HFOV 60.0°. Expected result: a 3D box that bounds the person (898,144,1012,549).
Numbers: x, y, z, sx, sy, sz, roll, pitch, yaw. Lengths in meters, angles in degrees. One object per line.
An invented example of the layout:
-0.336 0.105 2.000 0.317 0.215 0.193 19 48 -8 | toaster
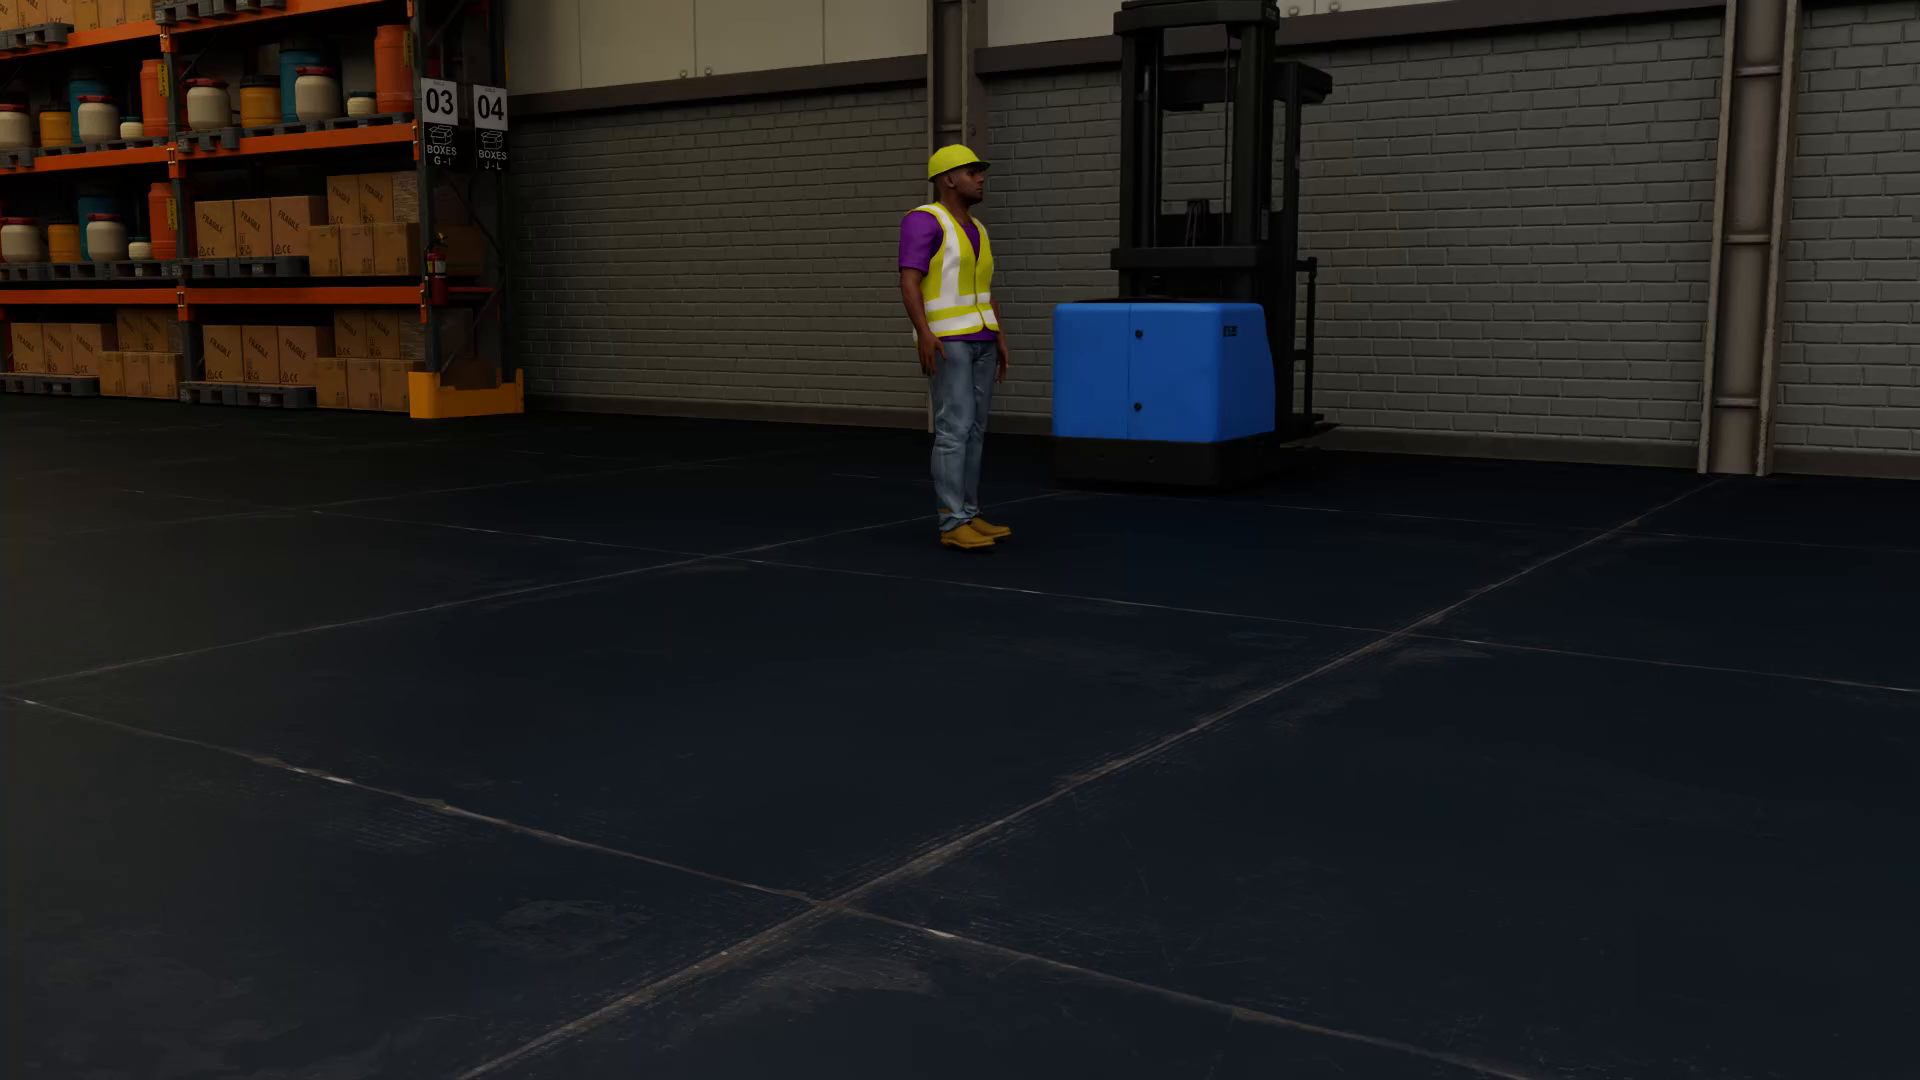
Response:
0.055 -0.875 7.435 0.575 1.768 0.666 5 10 34 | person

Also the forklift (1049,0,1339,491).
1.670 -1.894 10.513 1.130 2.935 3.031 4 9 28 | forklift
